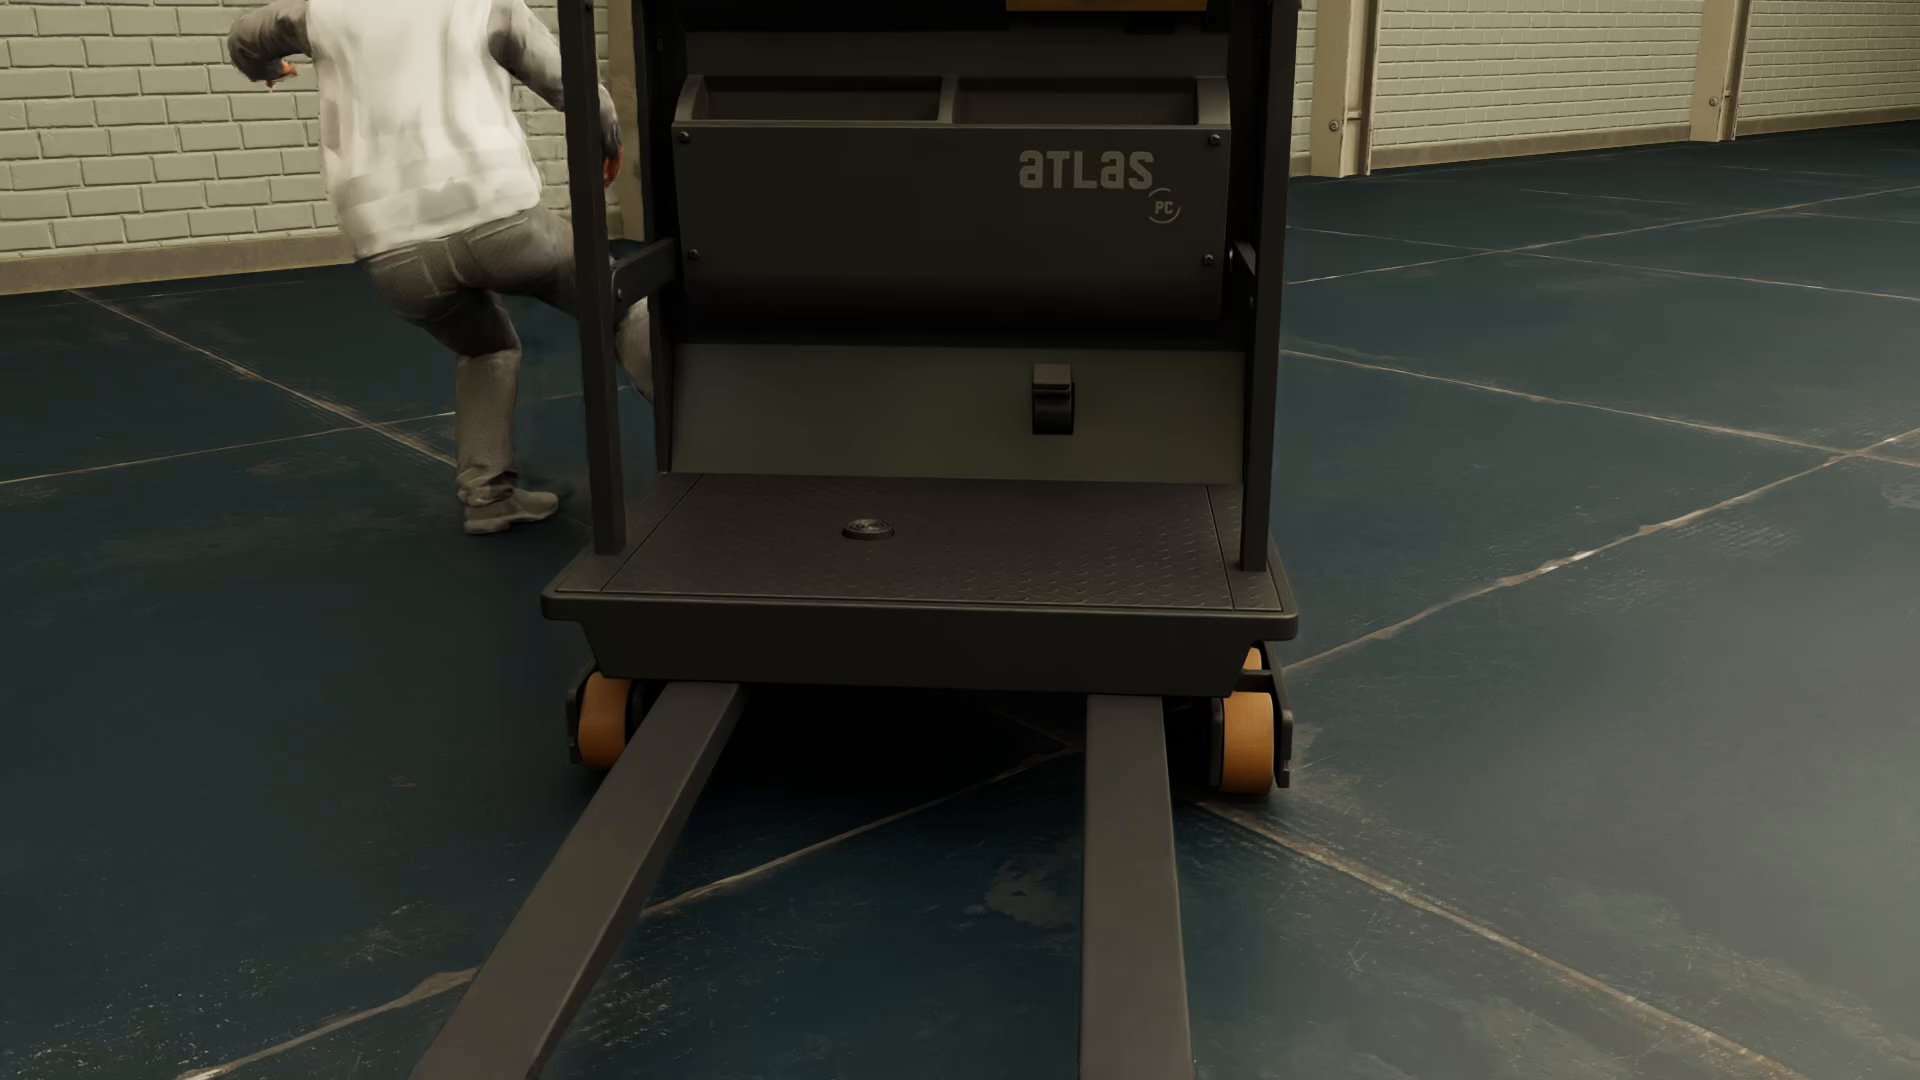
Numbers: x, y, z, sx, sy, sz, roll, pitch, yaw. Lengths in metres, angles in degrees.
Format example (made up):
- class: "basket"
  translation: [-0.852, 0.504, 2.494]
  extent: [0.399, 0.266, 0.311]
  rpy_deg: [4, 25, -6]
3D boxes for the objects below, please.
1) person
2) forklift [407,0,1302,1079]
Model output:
- class: "person"
  translation: [-1.052, -0.808, 3.936]
  extent: [1.403, 1.531, 0.840]
  rpy_deg: [-1, 17, -4]
- class: "forklift"
  translation: [-0.030, -1.105, 2.472]
  extent: [1.130, 2.935, 3.031]
  rpy_deg: [1, 17, 4]
